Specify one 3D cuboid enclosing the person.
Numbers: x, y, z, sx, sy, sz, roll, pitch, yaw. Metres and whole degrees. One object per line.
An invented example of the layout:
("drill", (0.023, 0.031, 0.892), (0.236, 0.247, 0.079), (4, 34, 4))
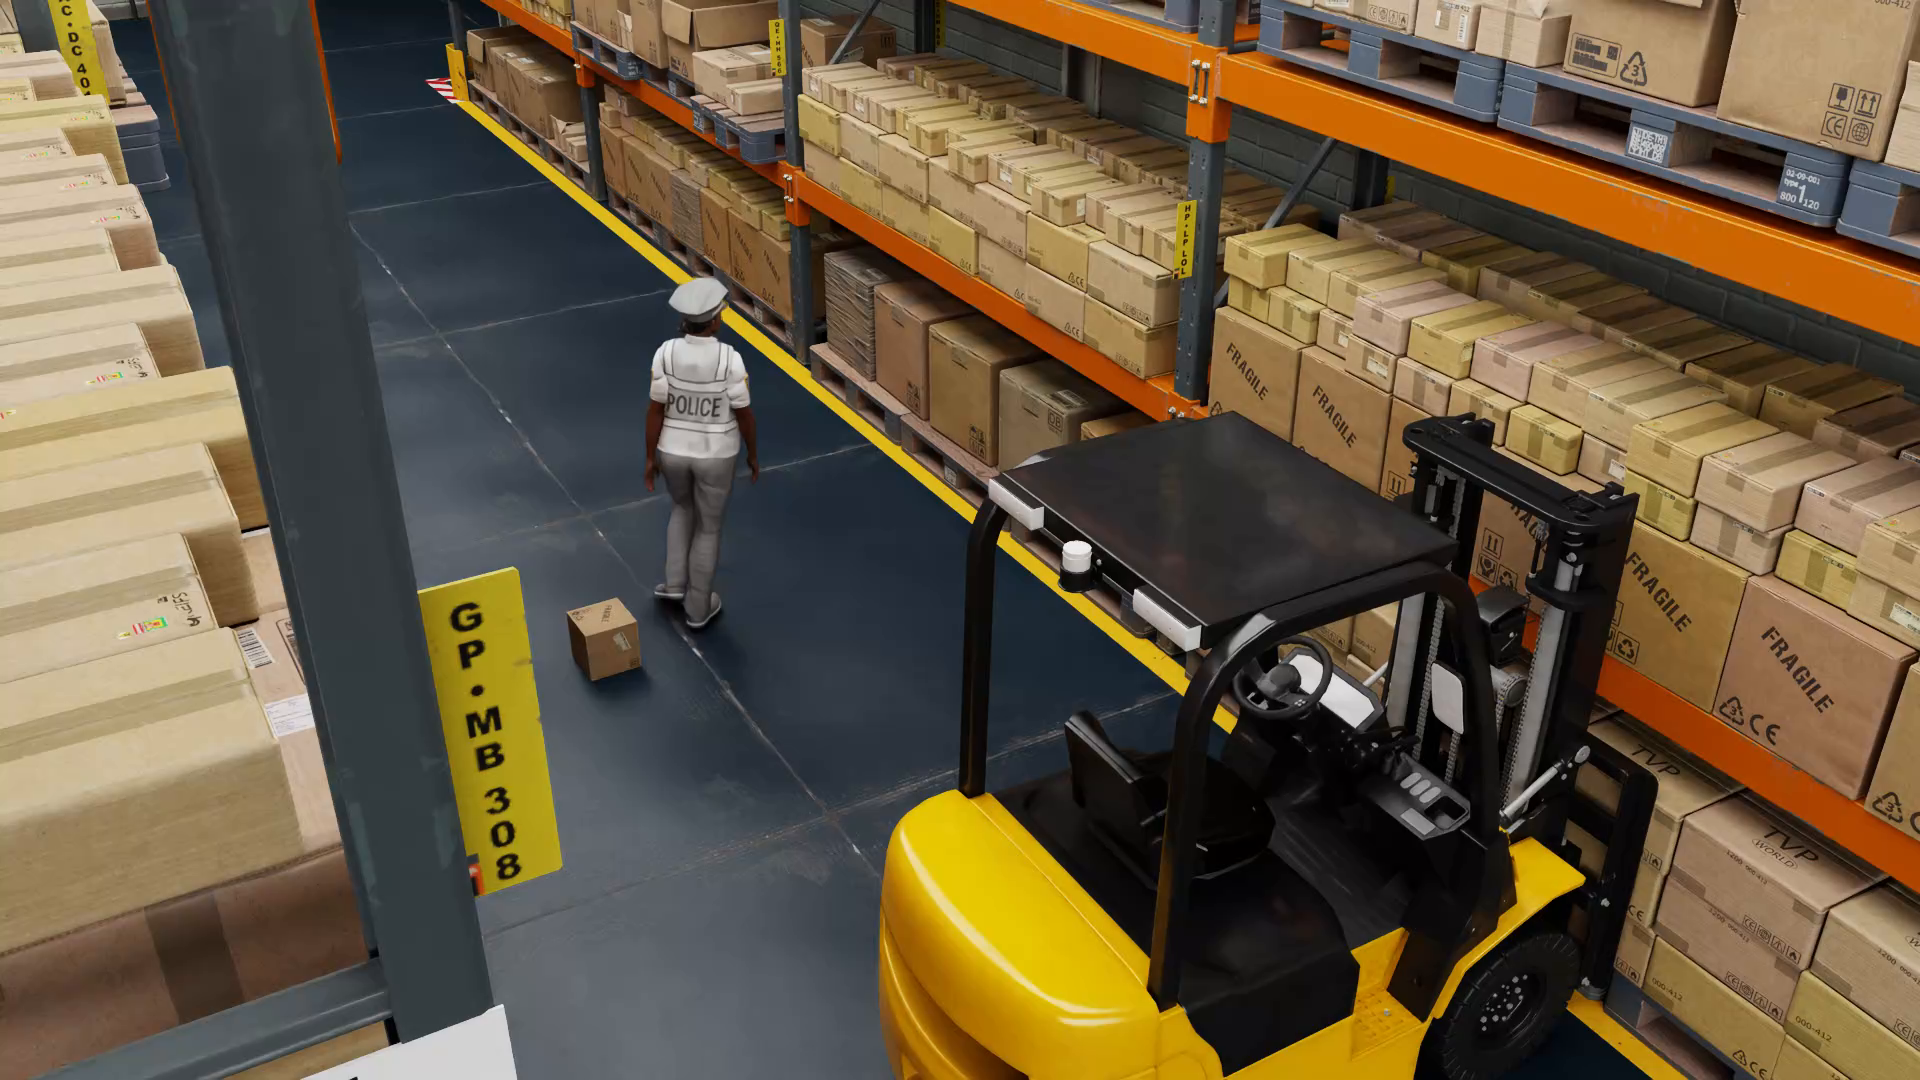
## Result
("person", (-1.245, -0.394, 7.792), (0.580, 1.675, 0.452), (6, 30, 10))
